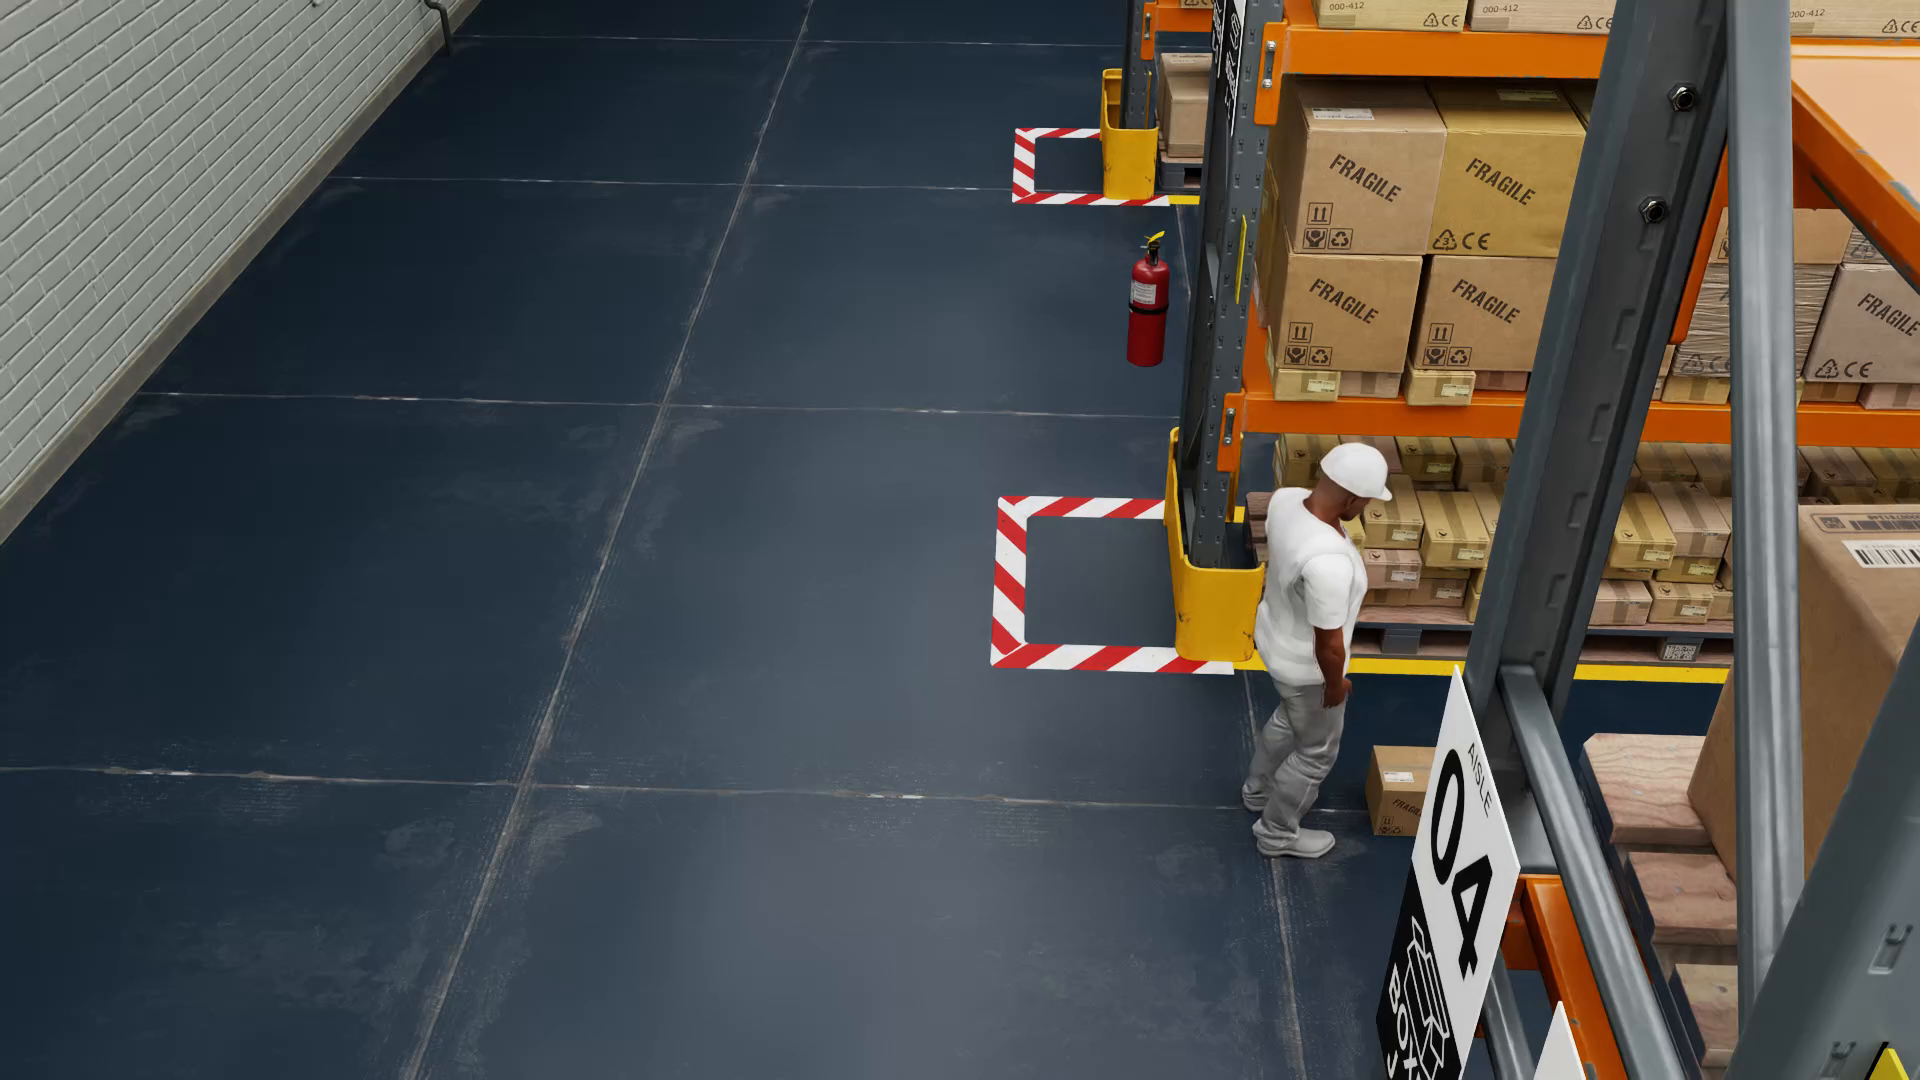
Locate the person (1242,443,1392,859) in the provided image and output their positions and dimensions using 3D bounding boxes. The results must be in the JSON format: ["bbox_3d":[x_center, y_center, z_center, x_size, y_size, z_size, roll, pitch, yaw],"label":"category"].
[{"bbox_3d":[1.285,0.397,6.089,0.396,1.743,0.578,-3,36,-4],"label":"person"}]
